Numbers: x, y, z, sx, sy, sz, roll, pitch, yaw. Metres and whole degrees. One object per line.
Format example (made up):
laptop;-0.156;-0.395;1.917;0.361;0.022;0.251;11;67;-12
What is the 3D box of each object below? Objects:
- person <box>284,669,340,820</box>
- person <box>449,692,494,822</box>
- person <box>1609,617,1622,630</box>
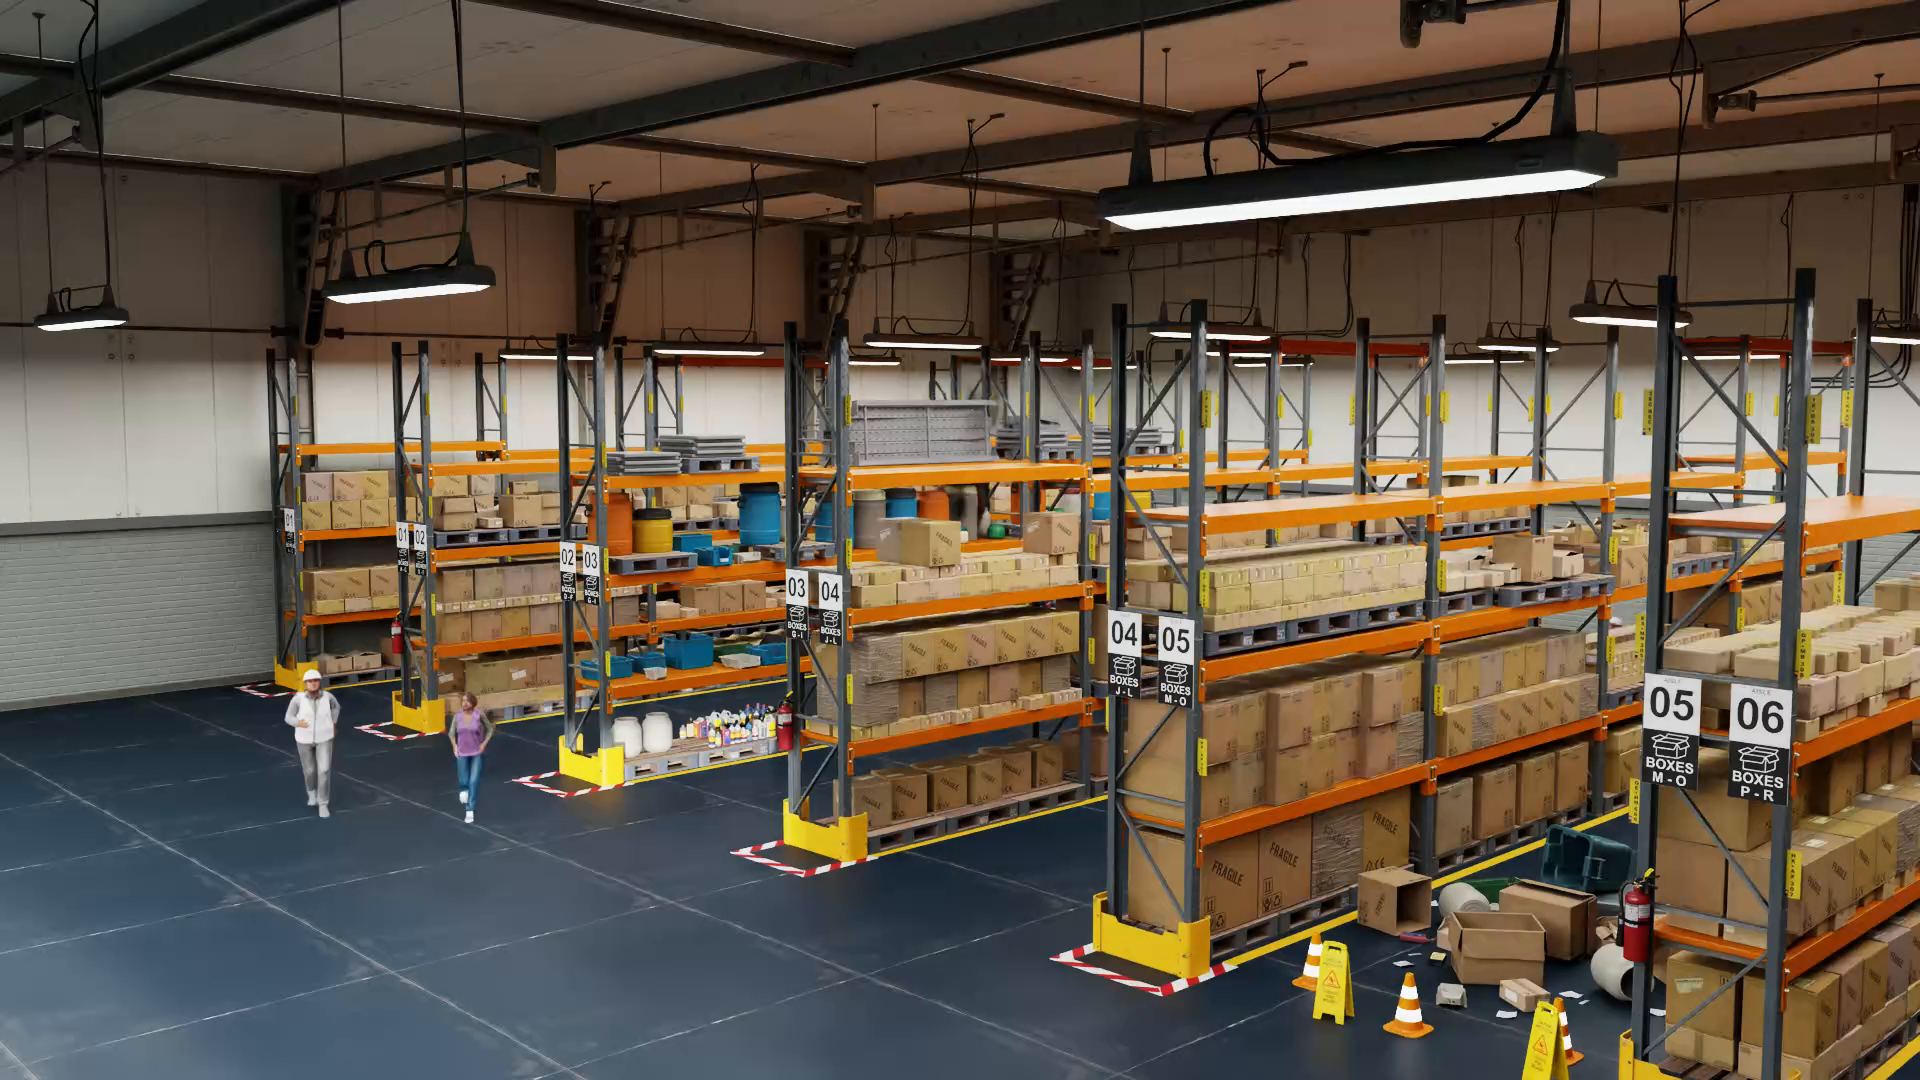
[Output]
person;-8.011;2.493;20.601;0.643;1.808;0.847;-2;5;-21
person;-5.990;2.632;20.422;0.537;1.578;0.598;-1;5;-8
person;10.115;2.061;25.742;0.709;1.749;0.707;-4;7;-42
